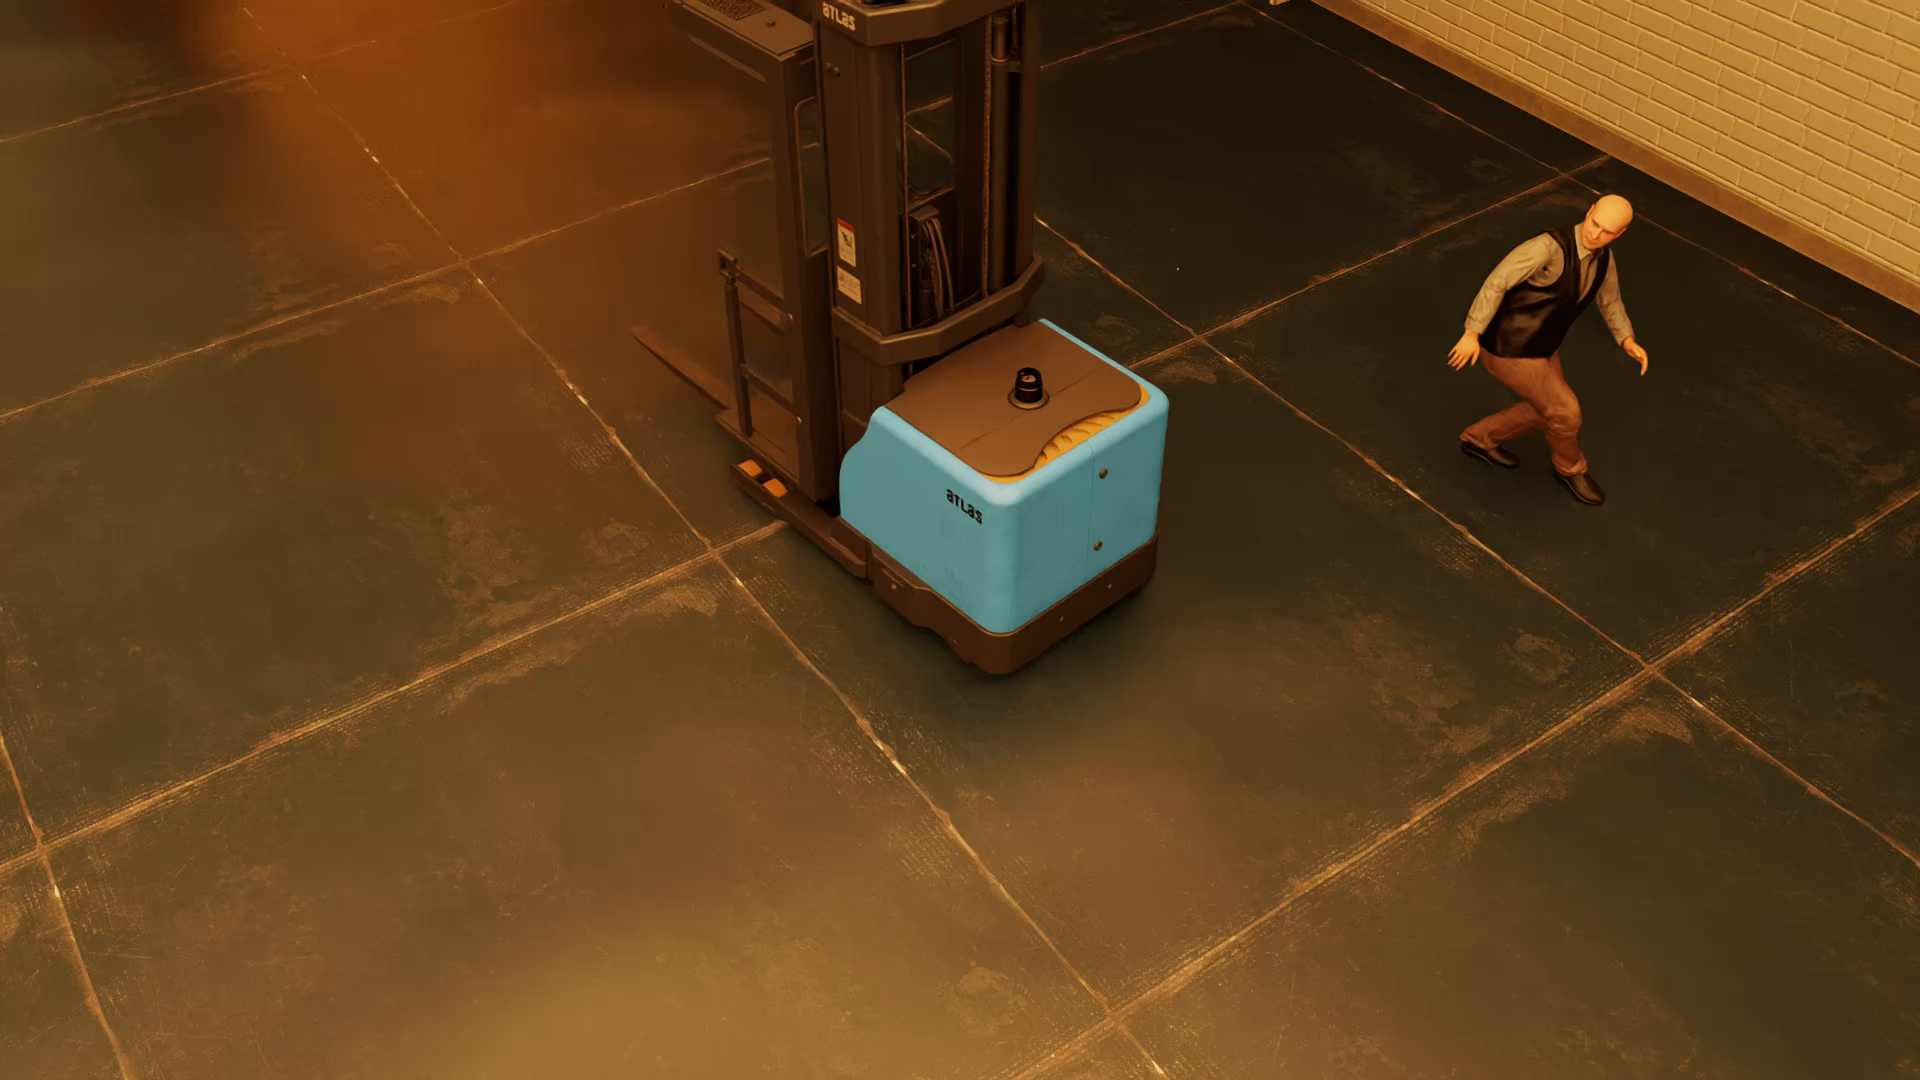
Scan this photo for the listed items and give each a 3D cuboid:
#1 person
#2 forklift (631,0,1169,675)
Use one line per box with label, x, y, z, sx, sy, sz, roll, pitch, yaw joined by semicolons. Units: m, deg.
person;2.744;-0.835;7.644;0.762;1.567;0.748;31;51;29
forklift;-0.469;-1.413;7.249;1.130;2.935;3.031;-32;51;-30
